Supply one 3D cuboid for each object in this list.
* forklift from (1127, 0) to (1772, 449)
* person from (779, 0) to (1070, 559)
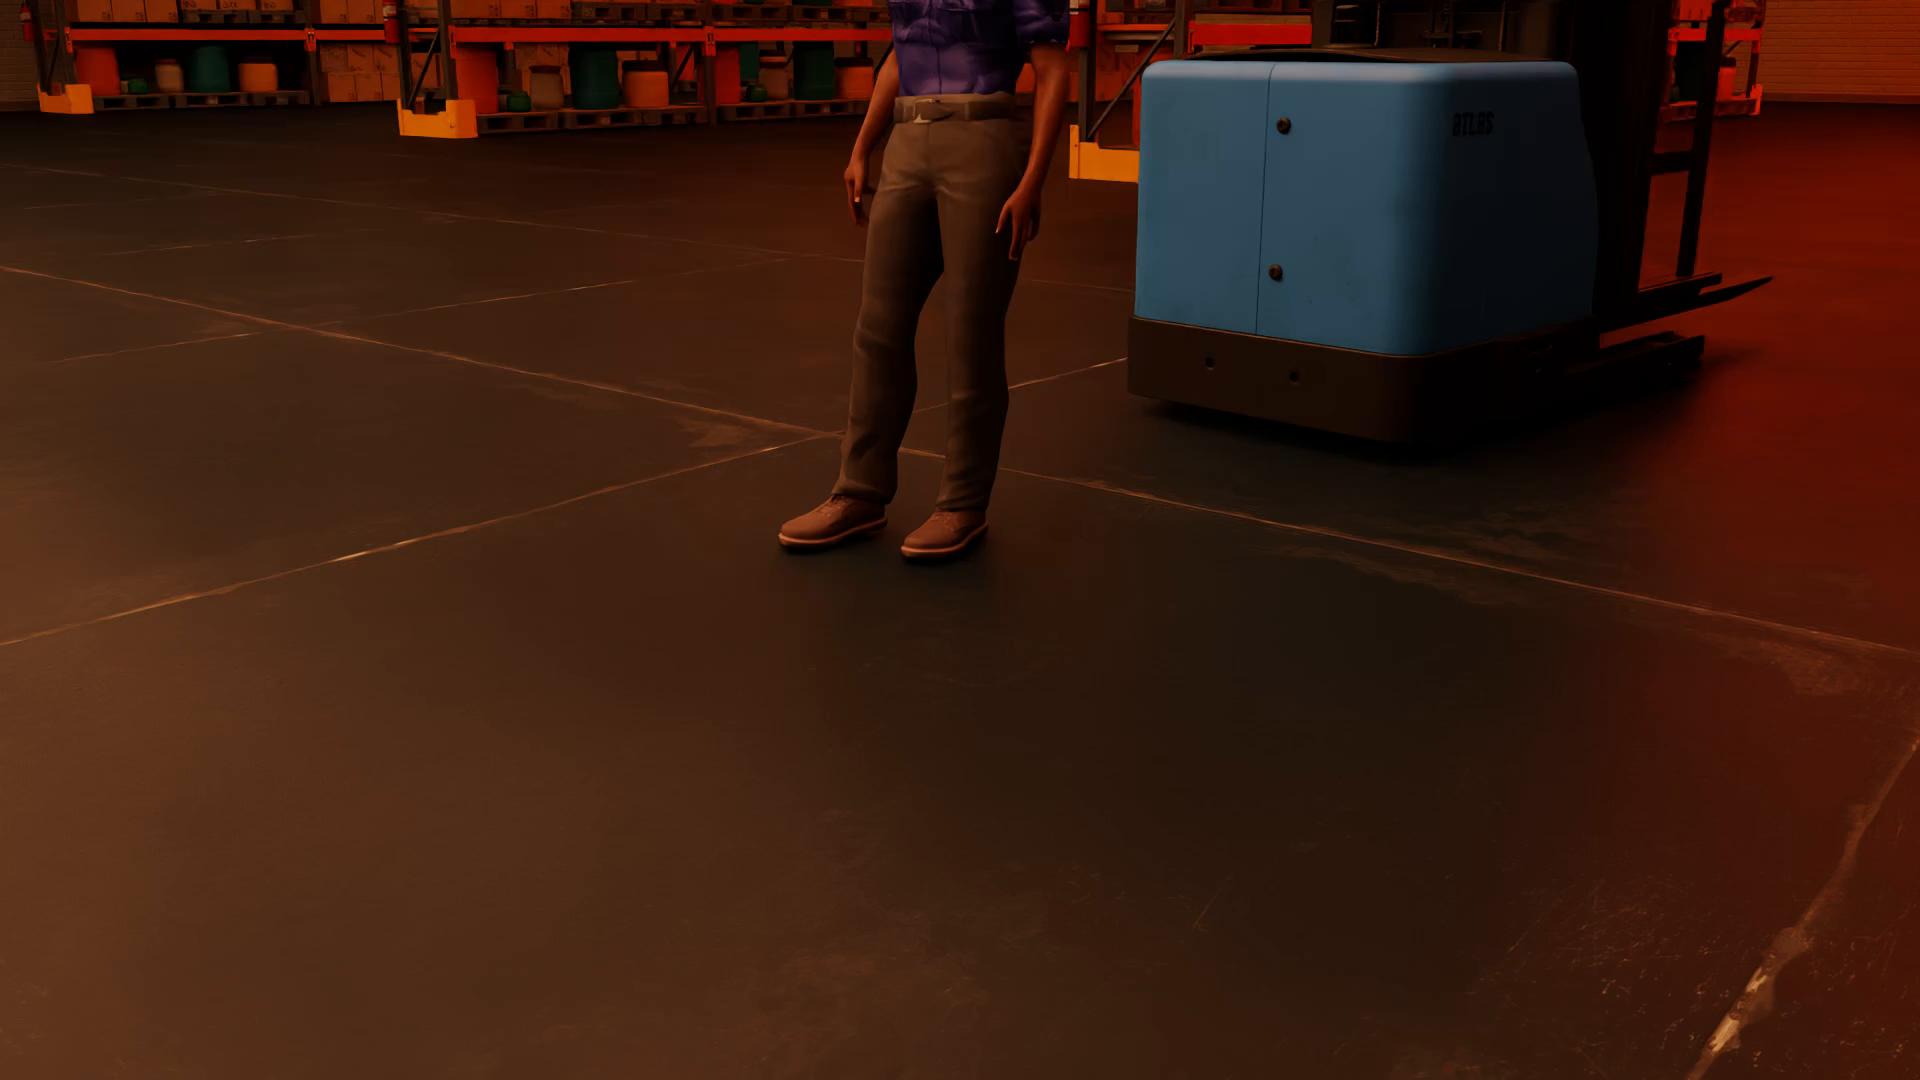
[{"bbox_3d":[1.931,-2.004,5.498,3.031,2.935,1.130,-16,23,-42],"label":"forklift"},{"bbox_3d":[-0.071,-0.782,3.647,0.569,1.654,0.504,13,21,37],"label":"person"}]
